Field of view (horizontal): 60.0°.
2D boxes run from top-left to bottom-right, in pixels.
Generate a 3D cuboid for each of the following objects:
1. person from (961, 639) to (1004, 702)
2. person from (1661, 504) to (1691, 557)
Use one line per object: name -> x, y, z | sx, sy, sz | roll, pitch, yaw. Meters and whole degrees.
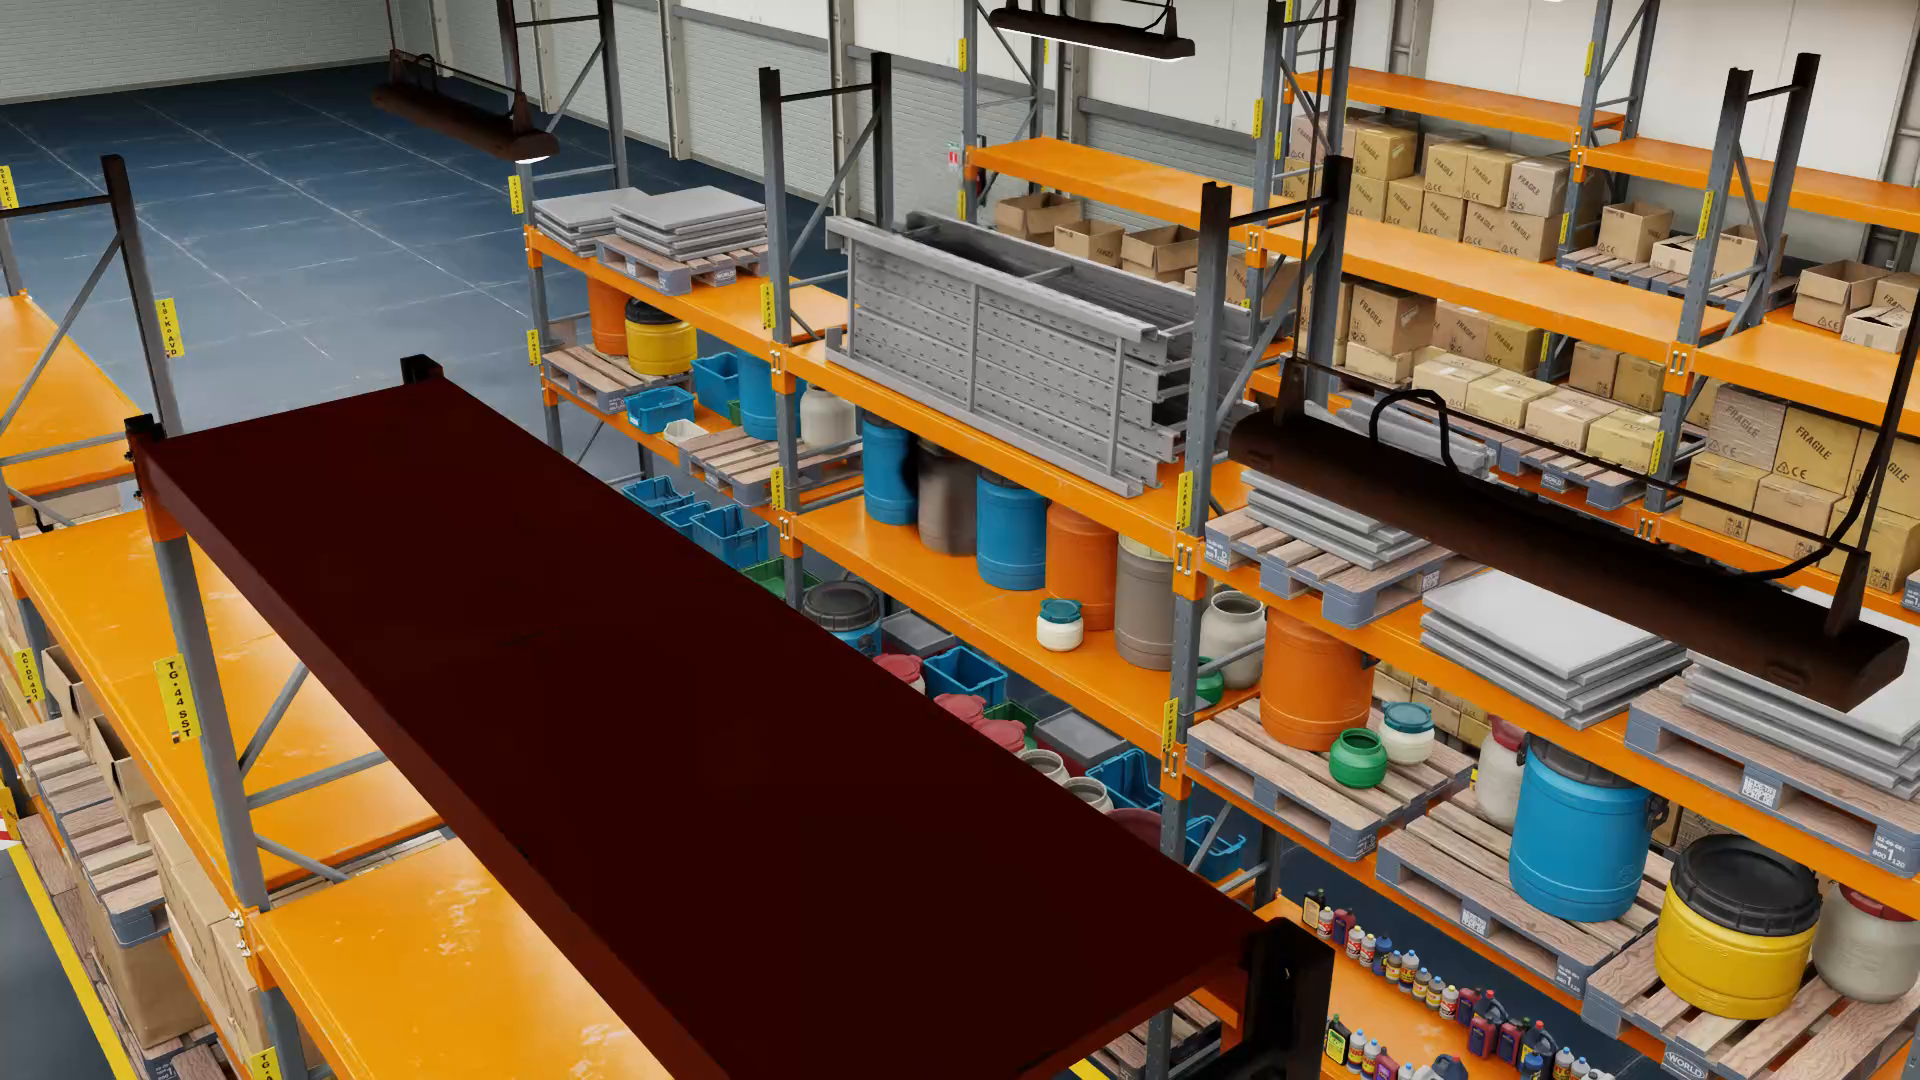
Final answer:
person -> 0.148, 0.623, 14.298 | 0.710, 1.794, 0.905 | -19, 32, -34
person -> 6.690, 0.383, 15.597 | 0.693, 1.645, 0.629 | 19, 32, 34
